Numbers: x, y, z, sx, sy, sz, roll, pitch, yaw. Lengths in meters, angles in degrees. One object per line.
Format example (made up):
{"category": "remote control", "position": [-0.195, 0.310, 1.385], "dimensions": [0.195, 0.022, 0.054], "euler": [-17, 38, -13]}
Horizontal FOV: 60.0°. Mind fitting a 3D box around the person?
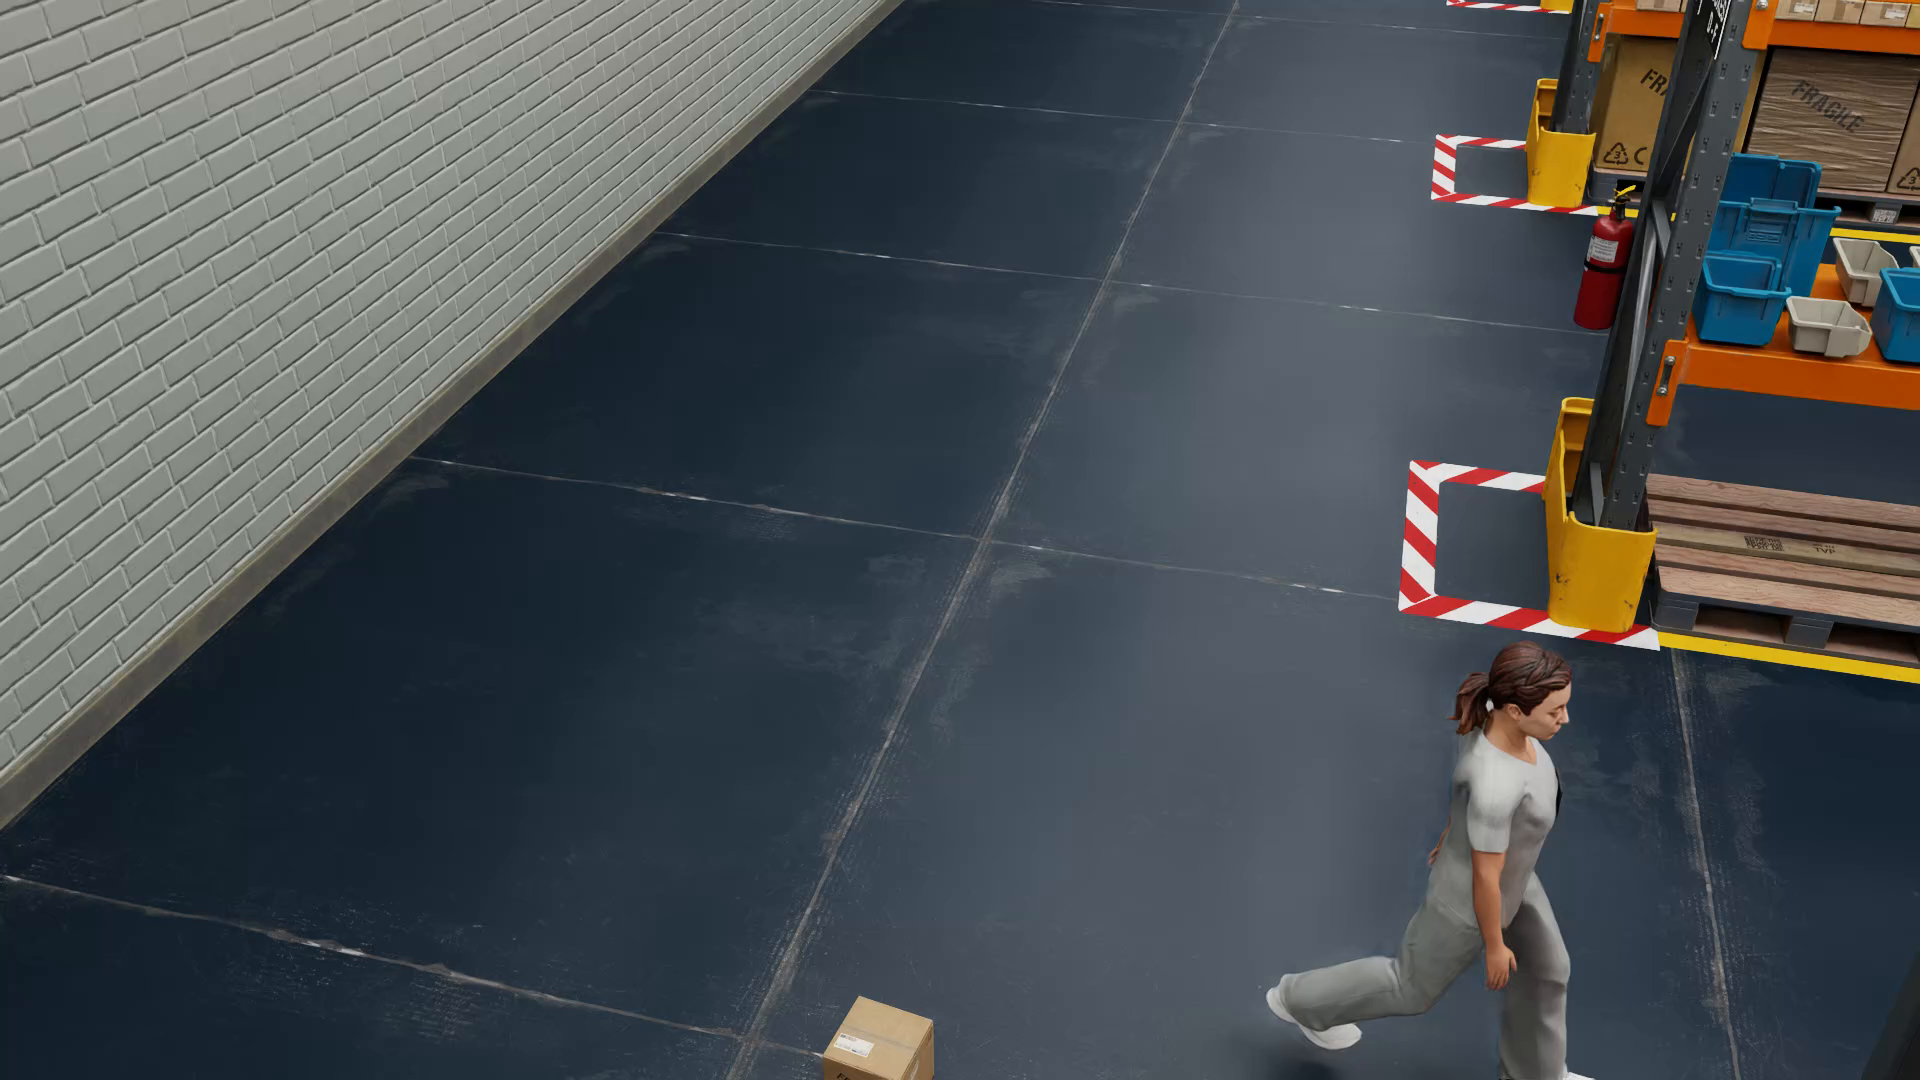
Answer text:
{"category": "person", "position": [1.428, 0.970, 4.648], "dimensions": [1.007, 1.629, 0.486], "euler": [15, 36, 21]}
